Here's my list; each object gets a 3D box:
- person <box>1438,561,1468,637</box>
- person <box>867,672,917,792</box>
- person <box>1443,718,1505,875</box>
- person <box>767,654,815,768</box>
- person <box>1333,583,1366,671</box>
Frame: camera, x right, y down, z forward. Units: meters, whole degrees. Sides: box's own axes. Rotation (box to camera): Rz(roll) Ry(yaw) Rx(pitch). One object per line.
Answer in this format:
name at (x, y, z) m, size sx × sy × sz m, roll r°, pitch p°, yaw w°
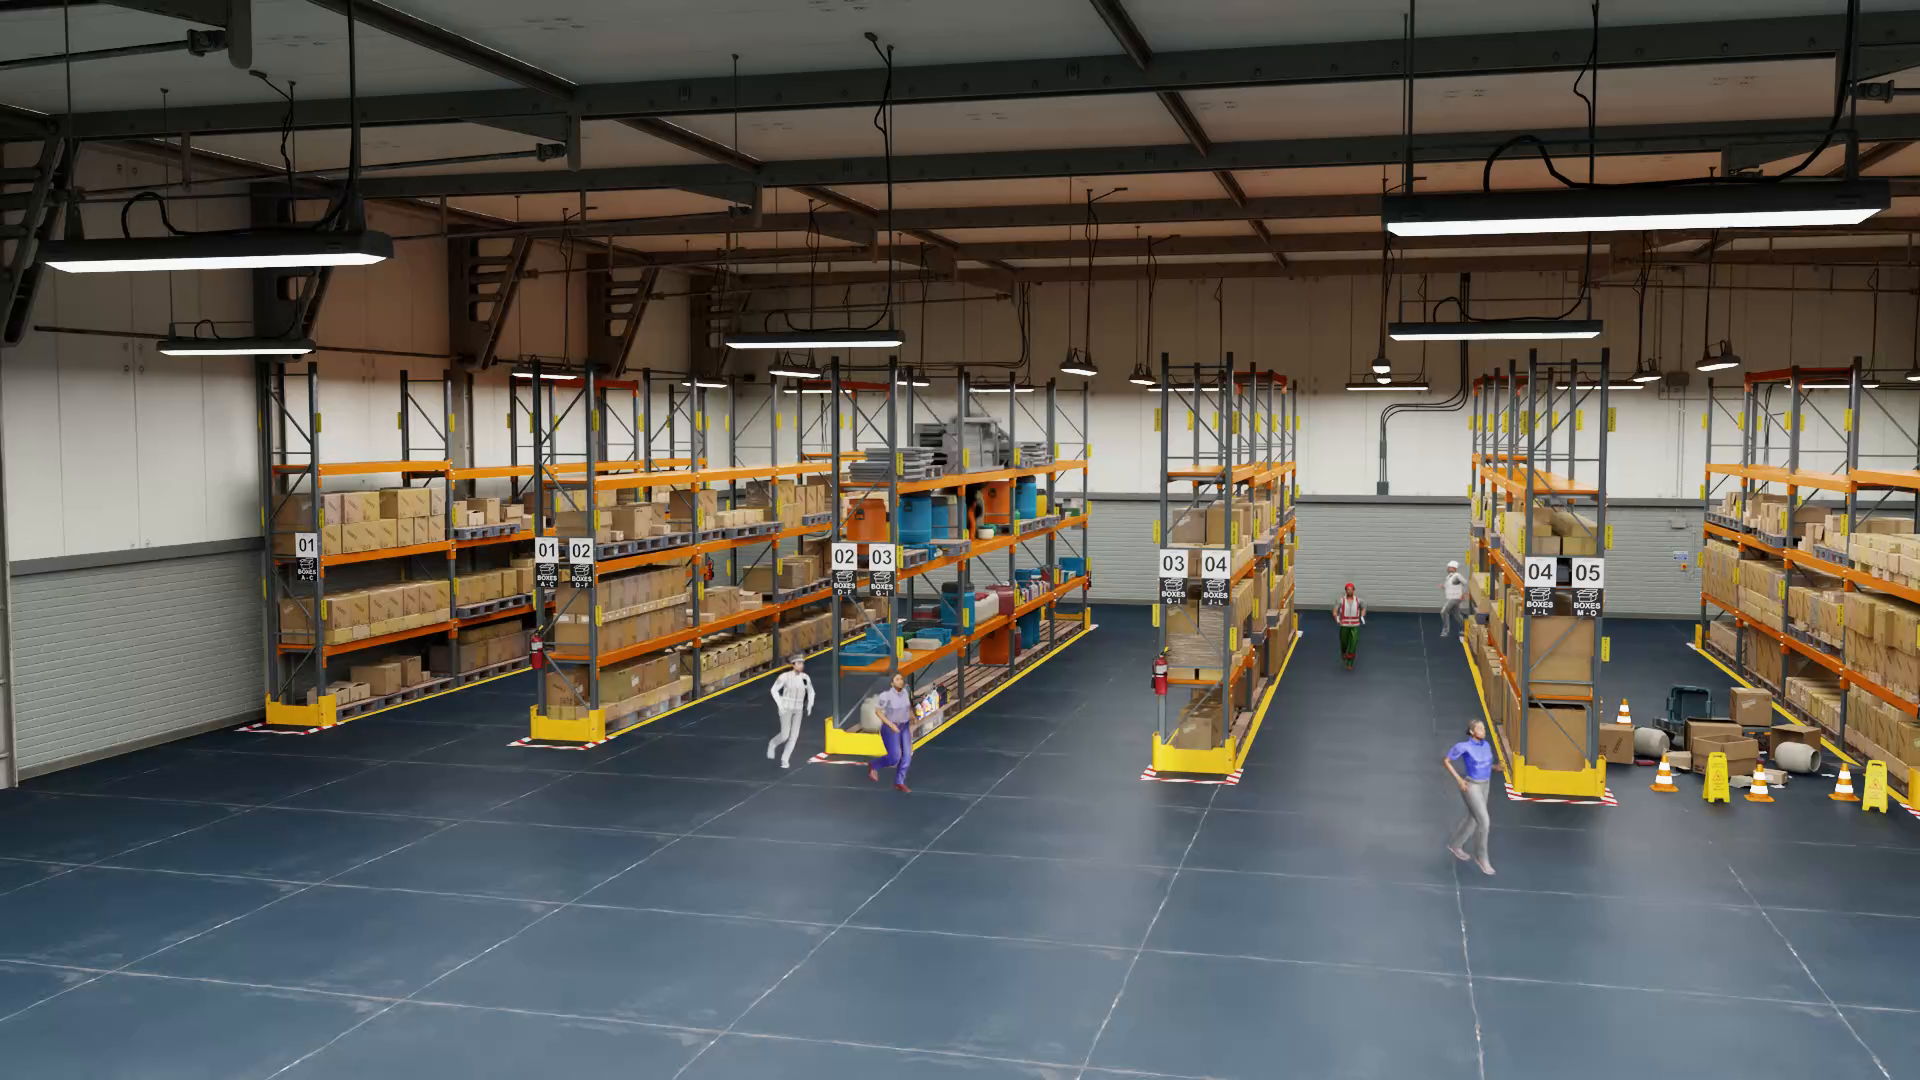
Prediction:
person at (11.594, 1.388, 38.981) m, size 0.809 × 1.803 × 0.666 m, roll 0°, pitch 4°, yaw 2°
person at (-0.906, 2.610, 22.769) m, size 0.608 × 1.630 × 0.655 m, roll -4°, pitch 6°, yaw -44°
person at (5.784, 2.859, 18.702) m, size 0.556 × 1.717 × 0.734 m, roll -3°, pitch 5°, yaw -39°
person at (-2.448, 2.473, 24.373) m, size 0.676 × 1.639 × 0.560 m, roll -2°, pitch 5°, yaw -28°
person at (7.923, 1.748, 33.798) m, size 0.666 × 1.758 × 0.728 m, roll 1°, pitch 4°, yaw 8°
